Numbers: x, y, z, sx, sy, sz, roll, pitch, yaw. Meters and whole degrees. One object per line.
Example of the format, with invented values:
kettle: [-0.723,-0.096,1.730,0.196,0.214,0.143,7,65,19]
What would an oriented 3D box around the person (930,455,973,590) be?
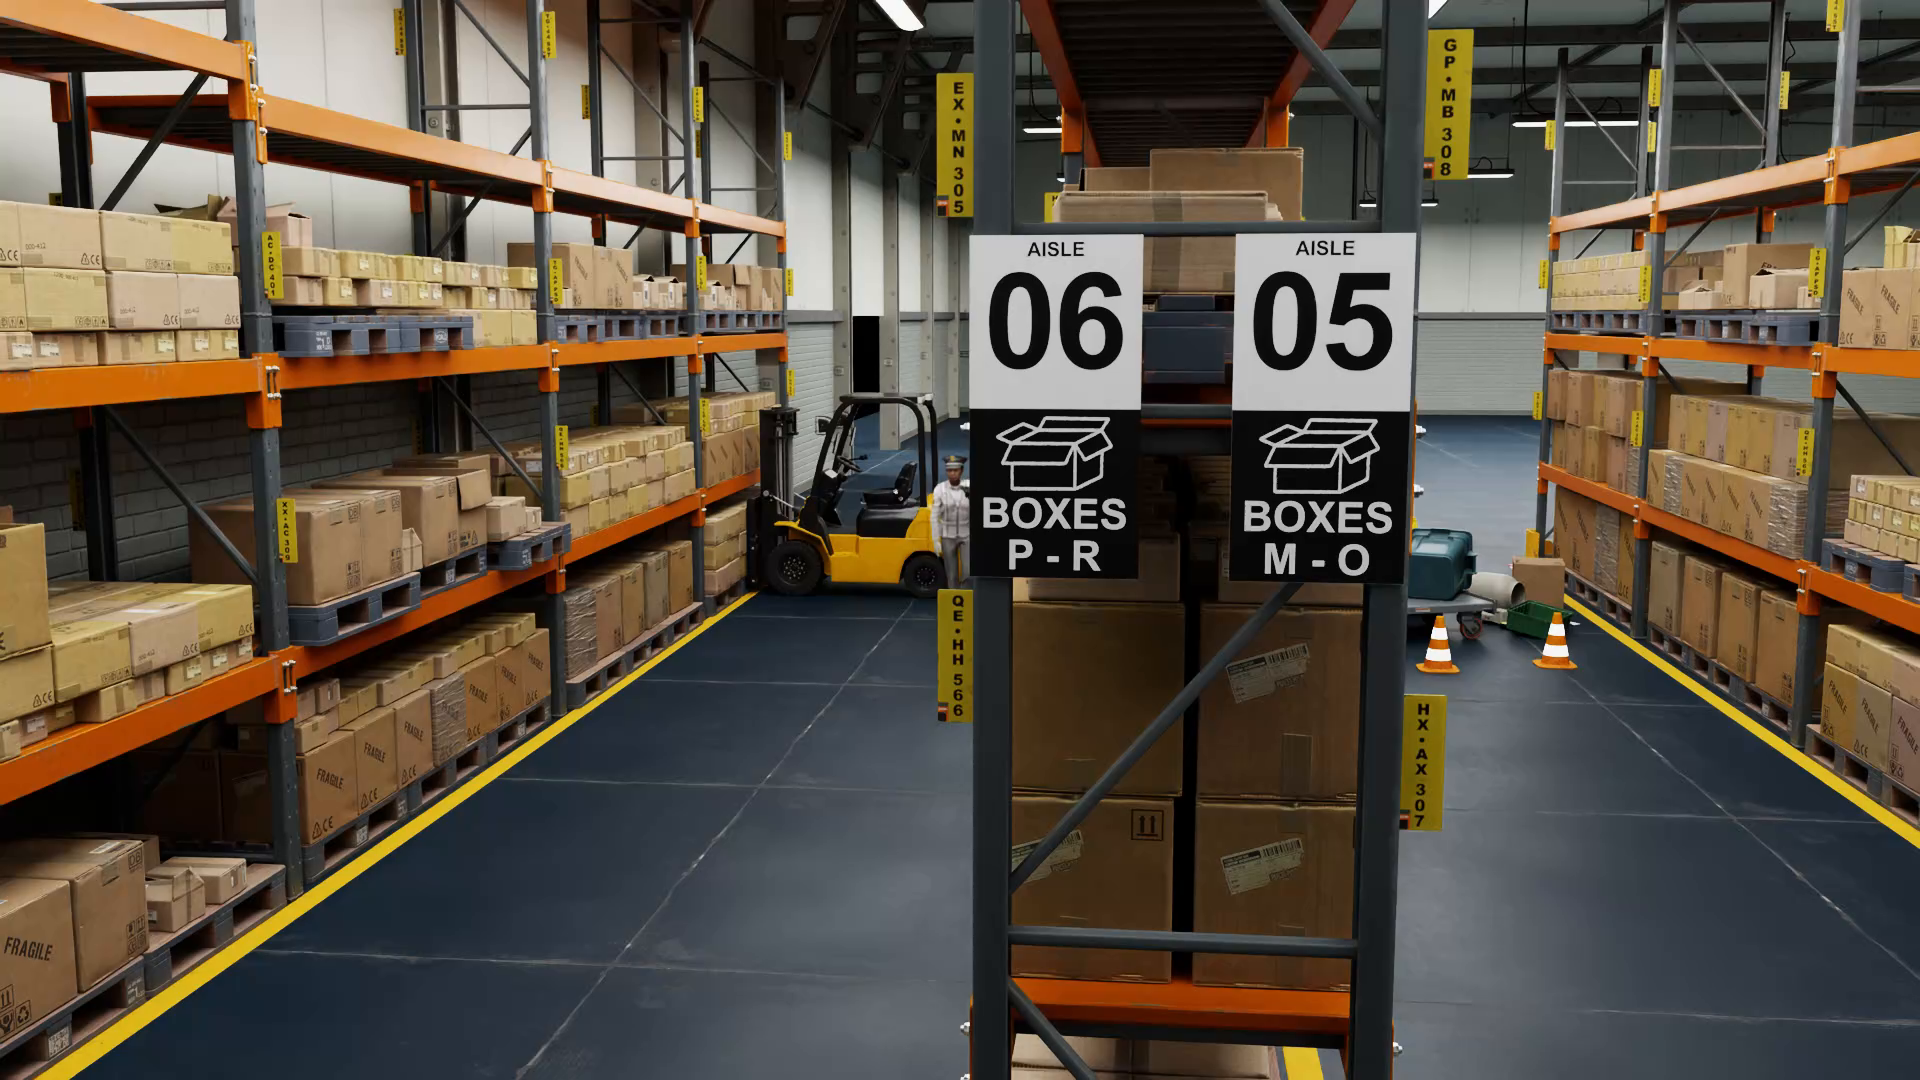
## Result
person: [-0.035,0.008,16.277,0.512,1.718,0.498,0,8,1]
